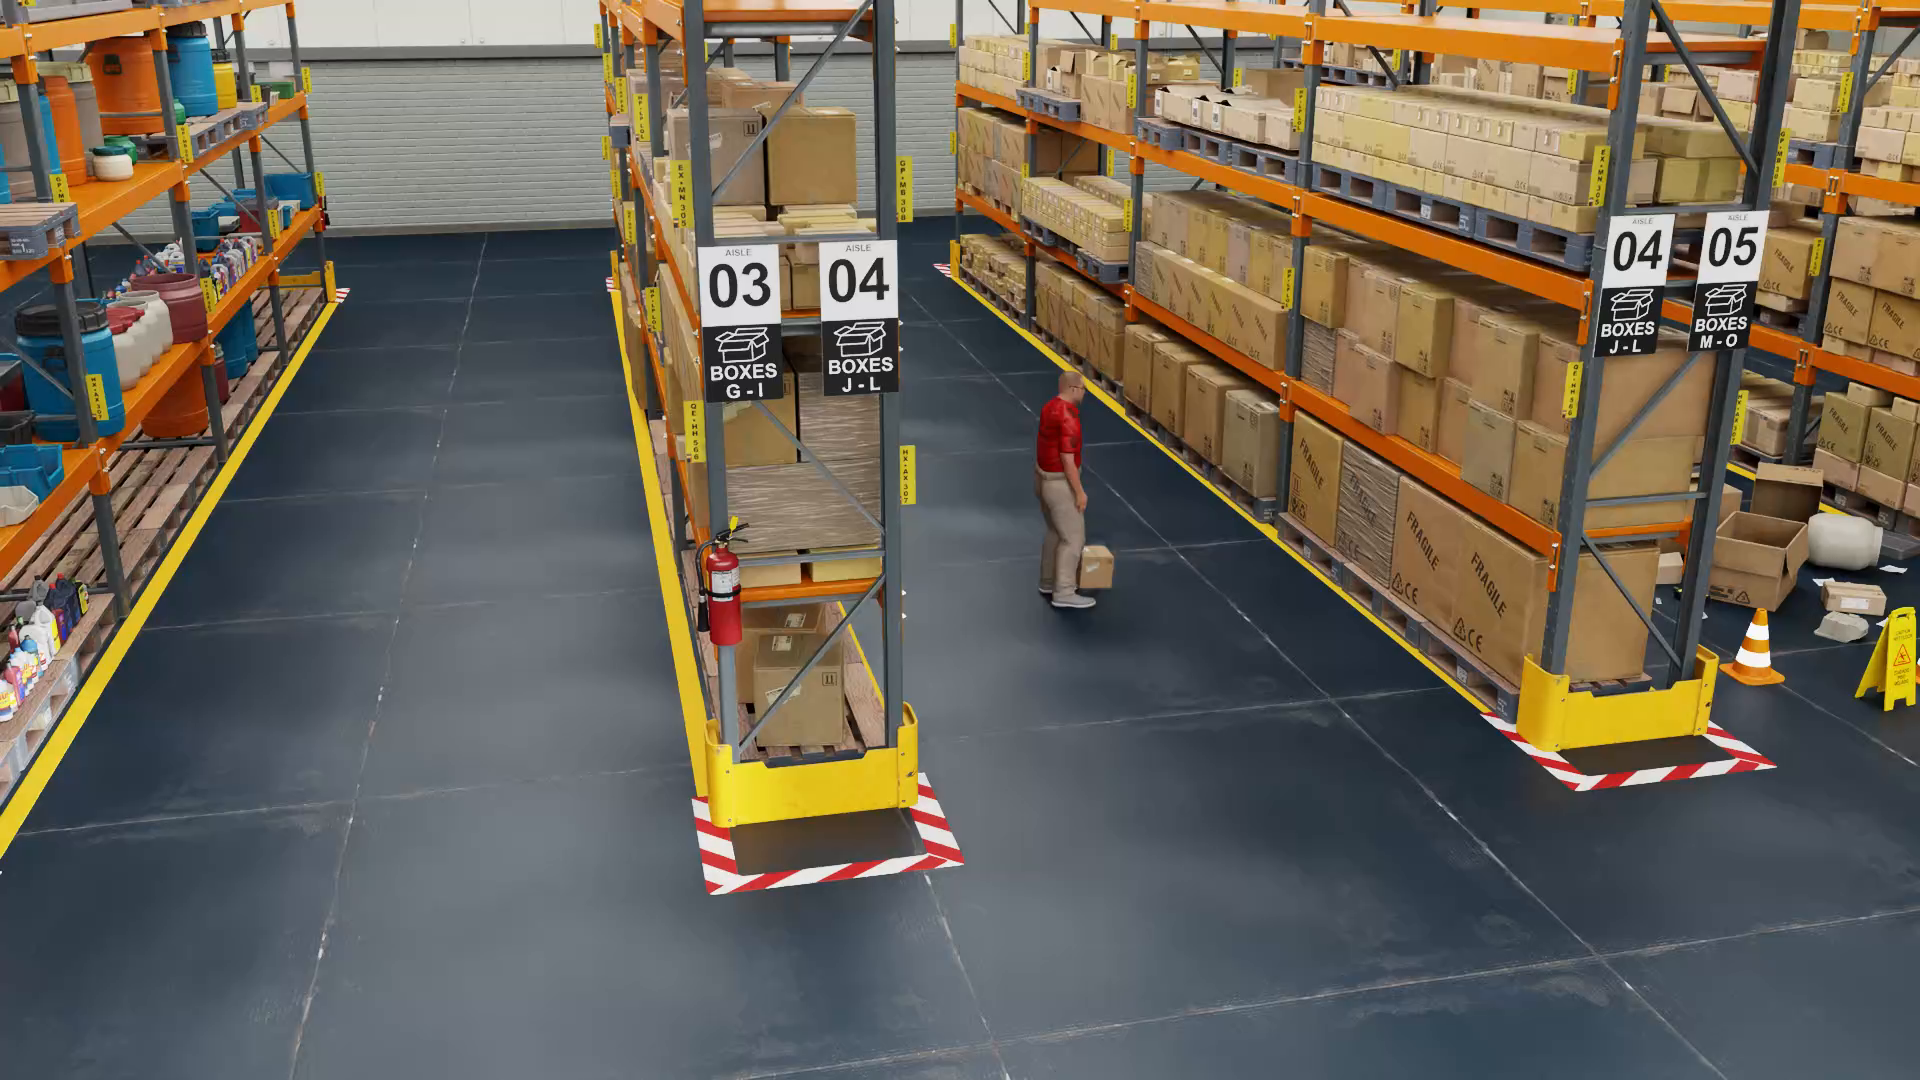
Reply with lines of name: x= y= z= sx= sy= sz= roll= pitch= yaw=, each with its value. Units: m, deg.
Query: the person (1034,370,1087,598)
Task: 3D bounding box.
person: x=0.742 y=-0.422 z=12.174 sx=0.359 sy=1.657 sz=0.568 roll=-5 pitch=20 yaw=-14
